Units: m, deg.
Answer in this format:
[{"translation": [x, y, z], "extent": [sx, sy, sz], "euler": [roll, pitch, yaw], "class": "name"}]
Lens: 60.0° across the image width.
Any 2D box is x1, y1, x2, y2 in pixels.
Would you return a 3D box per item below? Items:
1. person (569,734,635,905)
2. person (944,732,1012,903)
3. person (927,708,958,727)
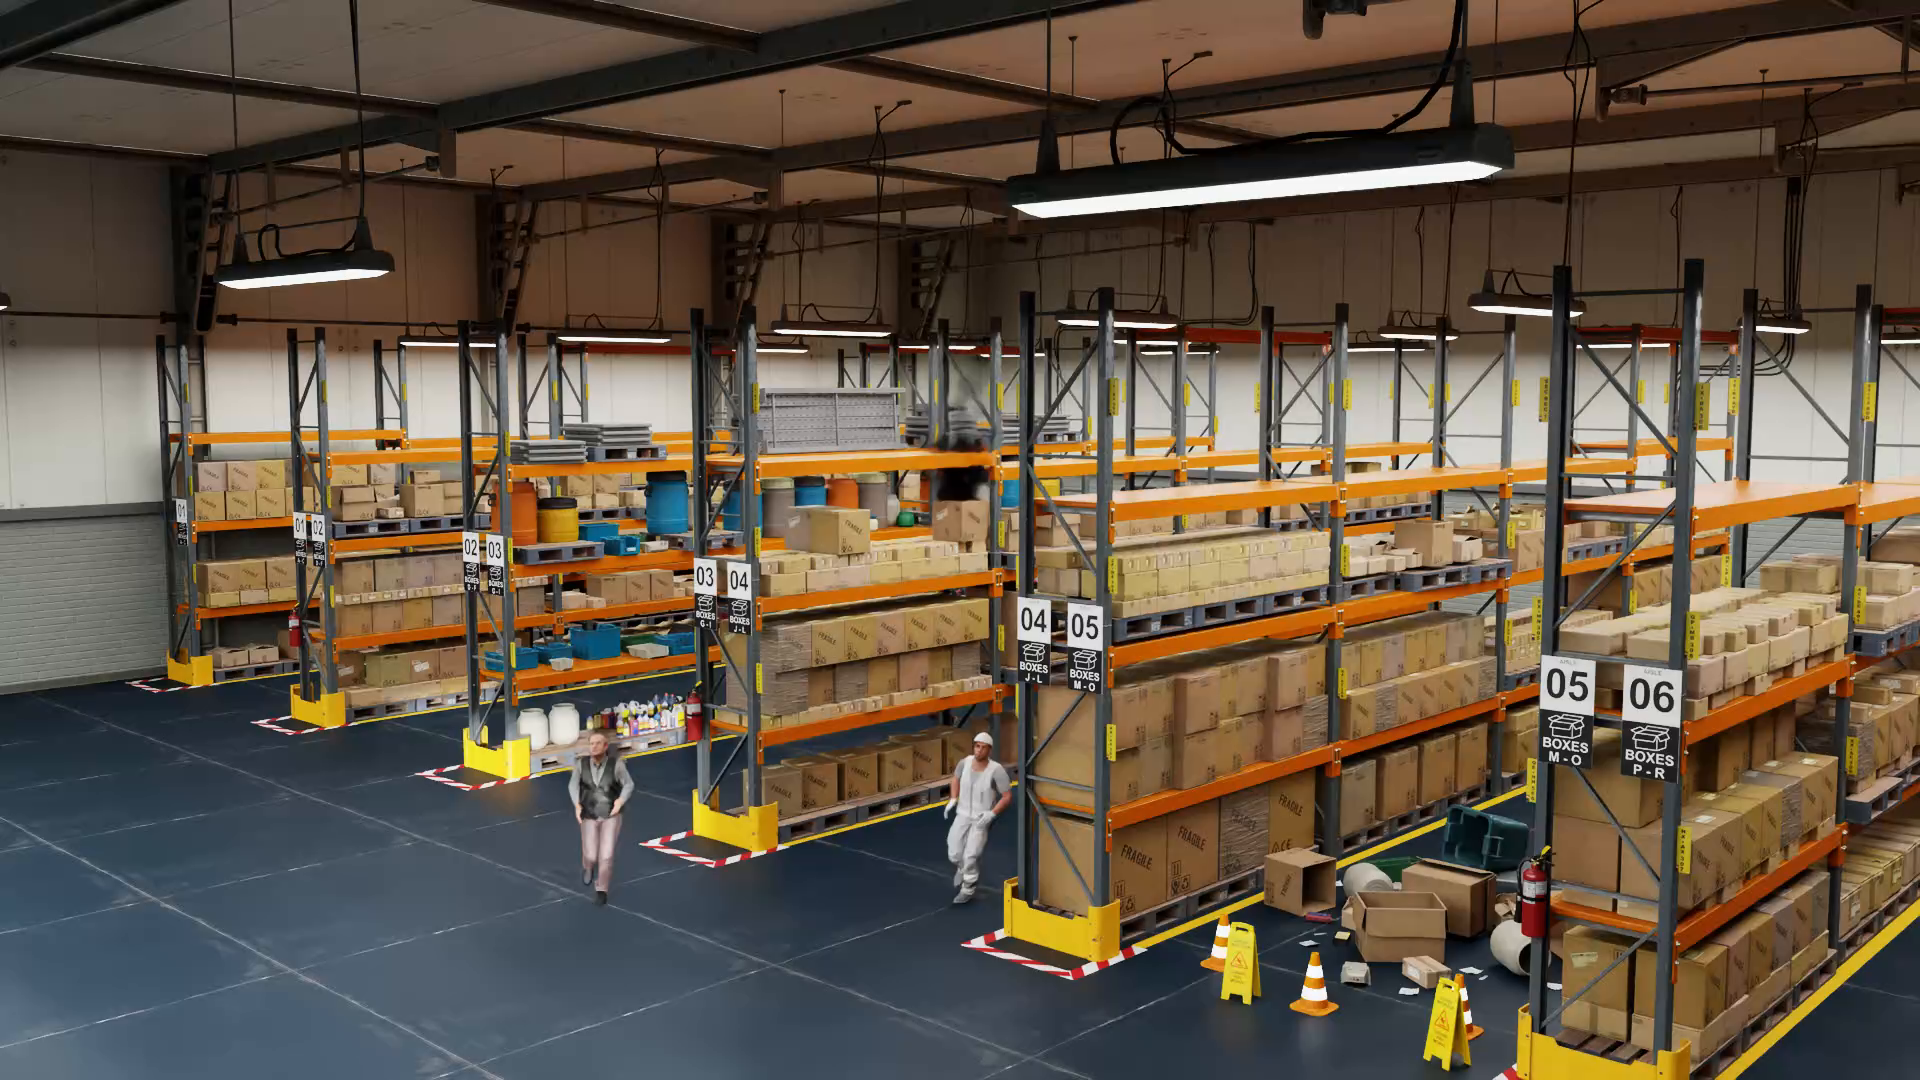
[{"translation": [-3.589, 2.772, 16.659], "extent": [0.657, 1.697, 0.631], "euler": [-1, 5, -7], "class": "person"}, {"translation": [0.183, 2.753, 16.516], "extent": [0.707, 1.722, 0.554], "euler": [2, 6, 22], "class": "person"}, {"translation": [-0.180, 2.138, 23.618], "extent": [0.557, 1.632, 0.608], "euler": [-5, 8, -45], "class": "person"}]
